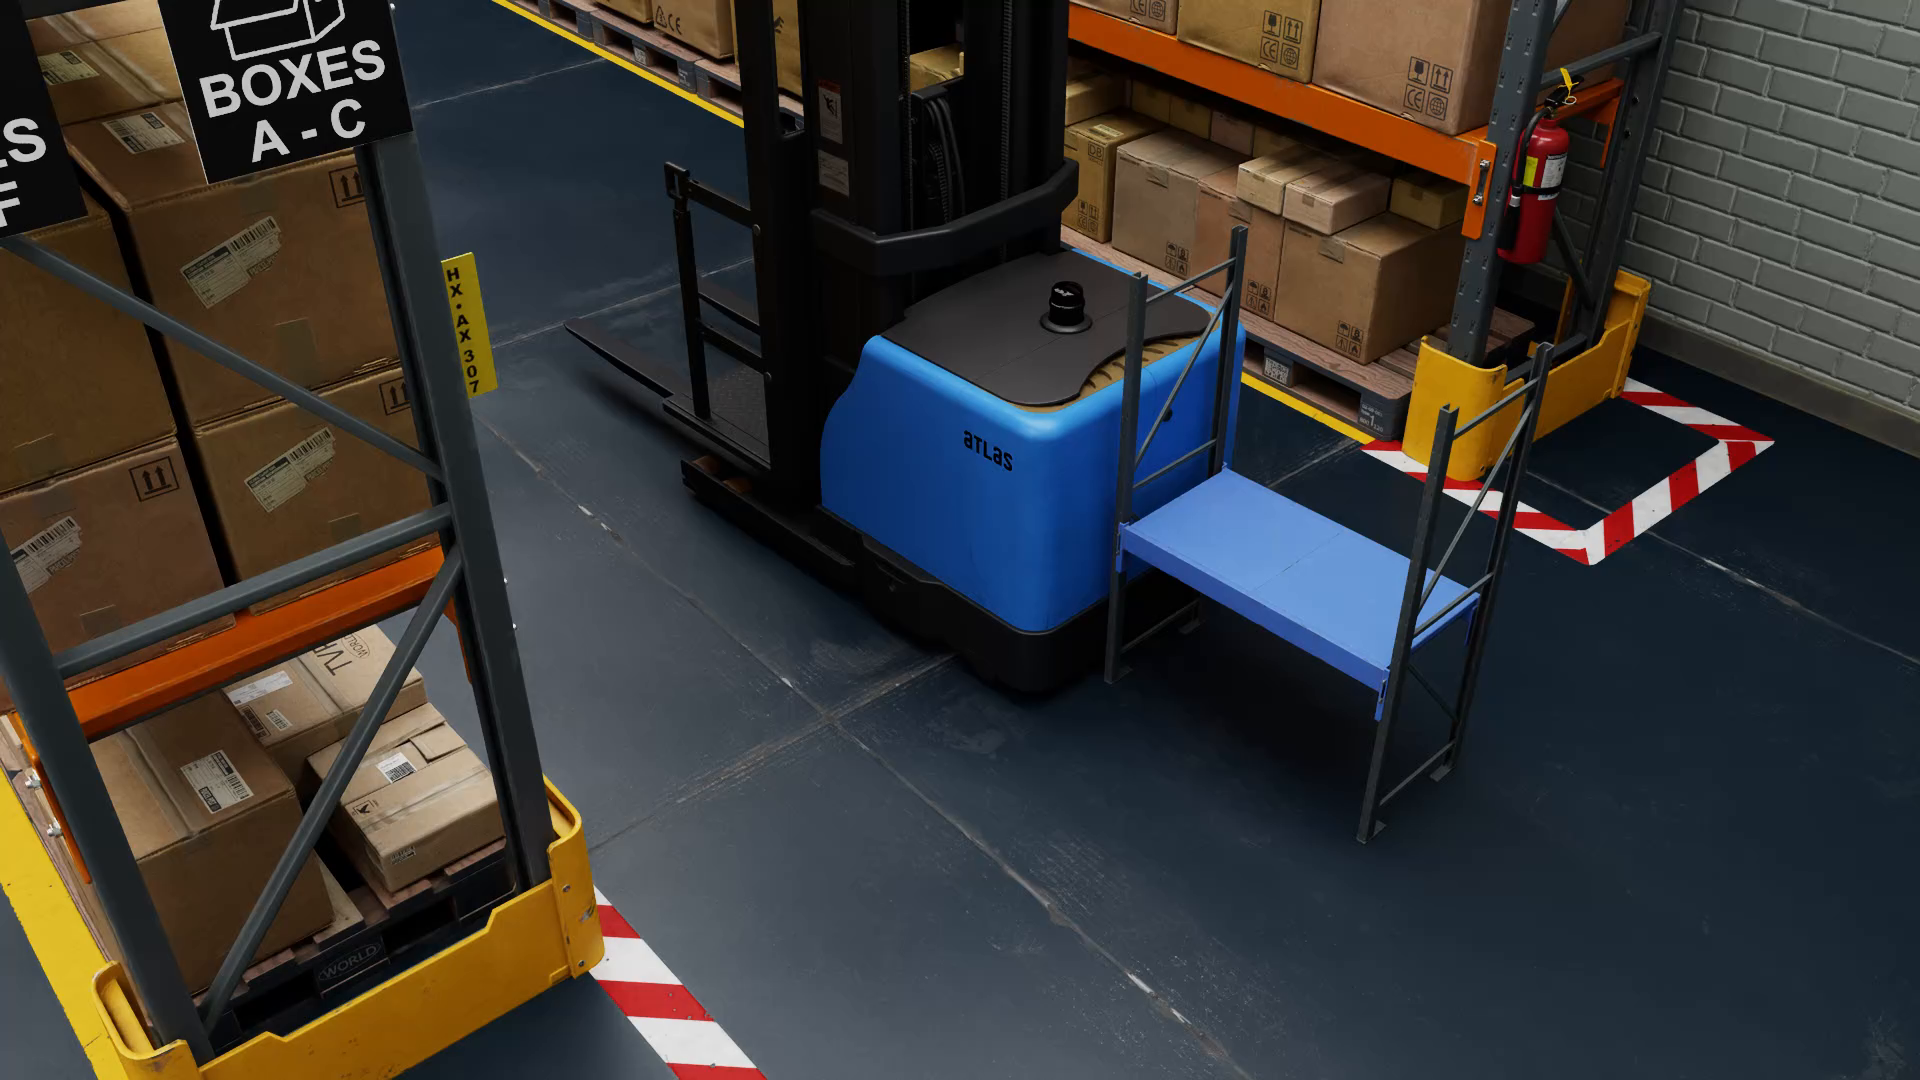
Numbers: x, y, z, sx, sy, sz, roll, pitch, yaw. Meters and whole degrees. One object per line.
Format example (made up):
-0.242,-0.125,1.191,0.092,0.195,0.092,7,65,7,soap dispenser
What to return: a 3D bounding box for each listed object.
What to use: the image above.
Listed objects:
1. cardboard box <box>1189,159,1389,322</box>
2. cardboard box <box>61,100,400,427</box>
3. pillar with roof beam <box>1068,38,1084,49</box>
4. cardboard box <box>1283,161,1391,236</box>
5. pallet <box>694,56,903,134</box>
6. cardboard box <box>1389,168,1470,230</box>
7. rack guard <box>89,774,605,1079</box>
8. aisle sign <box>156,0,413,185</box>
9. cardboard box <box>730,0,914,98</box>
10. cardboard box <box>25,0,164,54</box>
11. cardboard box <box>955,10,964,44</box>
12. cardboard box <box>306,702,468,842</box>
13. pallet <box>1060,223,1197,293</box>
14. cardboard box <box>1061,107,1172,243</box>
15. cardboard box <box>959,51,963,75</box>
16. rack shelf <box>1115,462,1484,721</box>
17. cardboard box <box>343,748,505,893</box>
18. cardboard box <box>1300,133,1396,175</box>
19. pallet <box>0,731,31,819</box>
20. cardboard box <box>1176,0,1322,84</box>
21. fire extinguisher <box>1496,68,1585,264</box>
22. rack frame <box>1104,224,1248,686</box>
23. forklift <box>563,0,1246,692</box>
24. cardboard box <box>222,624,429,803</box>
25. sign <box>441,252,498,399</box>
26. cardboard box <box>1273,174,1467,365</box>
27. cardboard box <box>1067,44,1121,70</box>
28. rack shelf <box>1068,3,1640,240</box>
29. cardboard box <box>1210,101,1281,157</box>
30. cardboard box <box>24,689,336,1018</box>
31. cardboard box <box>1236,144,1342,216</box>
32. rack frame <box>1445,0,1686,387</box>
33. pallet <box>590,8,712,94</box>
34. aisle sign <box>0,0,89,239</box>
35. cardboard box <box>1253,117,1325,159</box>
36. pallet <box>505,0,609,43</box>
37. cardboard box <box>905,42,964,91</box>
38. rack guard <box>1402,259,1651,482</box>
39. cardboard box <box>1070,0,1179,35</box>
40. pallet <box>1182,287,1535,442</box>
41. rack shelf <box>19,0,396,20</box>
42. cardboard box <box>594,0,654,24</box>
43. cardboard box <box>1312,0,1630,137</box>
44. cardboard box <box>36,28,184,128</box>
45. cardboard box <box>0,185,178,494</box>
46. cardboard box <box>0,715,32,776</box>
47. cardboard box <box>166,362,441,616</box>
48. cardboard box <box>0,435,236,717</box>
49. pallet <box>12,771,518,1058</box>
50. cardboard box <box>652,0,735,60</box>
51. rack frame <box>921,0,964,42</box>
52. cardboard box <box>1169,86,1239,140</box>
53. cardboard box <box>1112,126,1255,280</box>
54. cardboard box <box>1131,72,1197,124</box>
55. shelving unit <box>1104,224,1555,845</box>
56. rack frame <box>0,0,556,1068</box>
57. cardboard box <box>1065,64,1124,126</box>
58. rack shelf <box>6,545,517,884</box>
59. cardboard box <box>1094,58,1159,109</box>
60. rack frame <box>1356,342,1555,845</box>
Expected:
1.461,-1.387,7.412,0.700,0.500,0.500,-26,43,-32,cardboard box
-1.555,-0.637,3.602,0.500,0.500,0.500,-25,42,-30,cardboard box
-2.446,-4.365,4.628,9.100,9.000,0.400,-26,43,-32,pillar with roof beam
1.561,-1.420,6.897,0.380,0.149,0.250,-27,43,-32,cardboard box
-0.825,-2.684,9.857,1.003,0.211,1.213,-26,43,-32,pallet
2.017,-1.450,6.941,0.380,0.149,0.250,-26,43,-31,cardboard box
-1.519,1.093,4.275,1.175,0.500,0.348,-26,43,-32,rack guard
-1.202,-1.034,2.865,0.394,0.787,0.004,-26,43,-32,aisle sign
-0.788,-3.042,9.446,0.750,0.750,0.750,-25,43,-31,cardboard box
-2.217,-1.088,4.239,0.500,0.500,0.500,-25,42,-31,cardboard box
0.193,-2.695,8.698,0.380,0.149,0.250,-26,43,-32,cardboard box
-1.639,0.659,4.794,0.380,0.166,0.250,-26,43,-32,cardboard box
0.953,-1.467,8.139,1.003,0.211,1.213,-26,43,-32,pallet
0.786,-1.841,8.054,0.700,0.500,0.500,-25,42,-31,cardboard box
0.216,-2.337,8.193,0.380,0.149,0.250,-24,42,-30,cardboard box
1.025,0.128,5.083,0.538,0.185,1.000,-29,44,-34,rack shelf
-1.478,0.777,4.644,0.380,0.149,0.250,-26,43,-32,cardboard box
1.689,-1.674,7.256,0.380,0.149,0.250,-26,43,-32,cardboard box
-2.818,0.321,5.615,1.003,0.211,1.213,-26,43,-32,pallet
1.497,-2.404,6.789,0.980,0.700,0.700,-26,43,-32,cardboard box
2.056,-1.321,5.909,0.296,0.674,0.183,-26,43,-32,fire extinguisher
0.673,-0.231,5.278,0.500,1.500,0.032,-29,44,-34,rack frame
-0.432,-1.457,5.771,1.130,2.935,3.031,-29,44,-34,forklift
-1.927,0.482,4.972,0.500,0.250,0.500,-26,43,-32,cardboard box
-1.056,-0.450,3.540,0.100,0.325,0.005,-26,43,-32,sign
1.783,-1.166,7.101,0.700,0.500,0.500,-26,43,-32,cardboard box
0.705,-2.347,8.206,0.380,0.149,0.250,-28,44,-33,cardboard box
1.021,-2.332,7.571,1.077,0.370,4.000,-26,43,-32,rack shelf
1.364,-1.896,7.570,0.380,0.149,0.250,-25,42,-31,cardboard box
-2.009,0.799,4.309,0.500,0.500,0.500,-26,43,-32,cardboard box
1.396,-1.532,7.056,0.380,0.149,0.250,-25,42,-31,cardboard box
2.312,-1.743,6.116,1.000,3.000,0.127,-26,43,-32,rack frame
-1.617,-3.223,10.618,1.003,0.211,1.213,-26,43,-32,pallet
-1.660,-0.810,2.550,0.394,0.787,0.004,-26,43,-32,aisle sign
1.528,-1.784,7.412,0.380,0.149,0.250,-26,43,-31,cardboard box
-2.400,-3.761,11.378,1.003,0.211,1.213,-26,43,-32,pallet
0.135,-2.292,8.690,0.700,0.500,0.500,-25,43,-31,cardboard box
2.327,-0.712,6.823,1.175,0.500,0.348,-26,43,-32,rack guard
1.012,-2.744,7.270,0.980,0.700,0.700,-28,44,-34,cardboard box
1.736,-0.929,7.379,1.003,0.211,1.213,-26,43,-32,pallet
-2.761,-1.707,4.092,1.077,0.370,4.000,-26,43,-32,rack shelf
-1.916,-3.806,10.526,0.750,0.750,0.750,-26,43,-32,cardboard box
1.975,-2.087,6.342,0.980,0.700,0.700,-24,42,-30,cardboard box
-1.898,-0.865,3.924,0.500,0.500,0.500,-26,43,-31,cardboard box
-1.967,-0.437,3.319,0.500,0.500,0.500,-26,43,-32,cardboard box
-2.599,0.470,4.990,0.500,0.250,0.500,-26,43,-32,cardboard box
-1.555,-0.229,3.891,0.500,0.500,0.500,-25,42,-31,cardboard box
-1.967,-0.031,3.612,0.500,0.500,0.500,-25,42,-30,cardboard box
-2.034,0.859,4.855,1.003,0.211,1.213,-26,43,-32,pallet
-1.364,-3.433,9.999,0.750,0.750,0.750,-25,42,-30,cardboard box
-0.270,-3.509,8.609,1.000,3.000,0.127,-26,43,-32,rack frame
1.197,-2.009,7.730,0.380,0.149,0.250,-26,43,-31,cardboard box
1.135,-1.609,7.726,0.700,0.500,0.500,-28,44,-33,cardboard box
1.034,-2.121,7.888,0.380,0.149,0.250,-27,43,-33,cardboard box
1.025,-0.019,4.979,0.538,1.500,1.048,-29,44,-34,shelving unit
-1.470,0.106,3.505,1.000,3.000,0.127,-26,43,-32,rack frame
0.553,-2.107,7.868,0.380,0.149,0.250,-27,44,-33,cardboard box
-2.761,-0.483,4.959,1.077,0.370,4.000,-26,43,-32,rack shelf
0.867,-2.235,8.048,0.380,0.149,0.250,-26,43,-31,cardboard box
1.377,0.193,4.680,0.500,1.500,0.032,-29,44,-34,rack frame
